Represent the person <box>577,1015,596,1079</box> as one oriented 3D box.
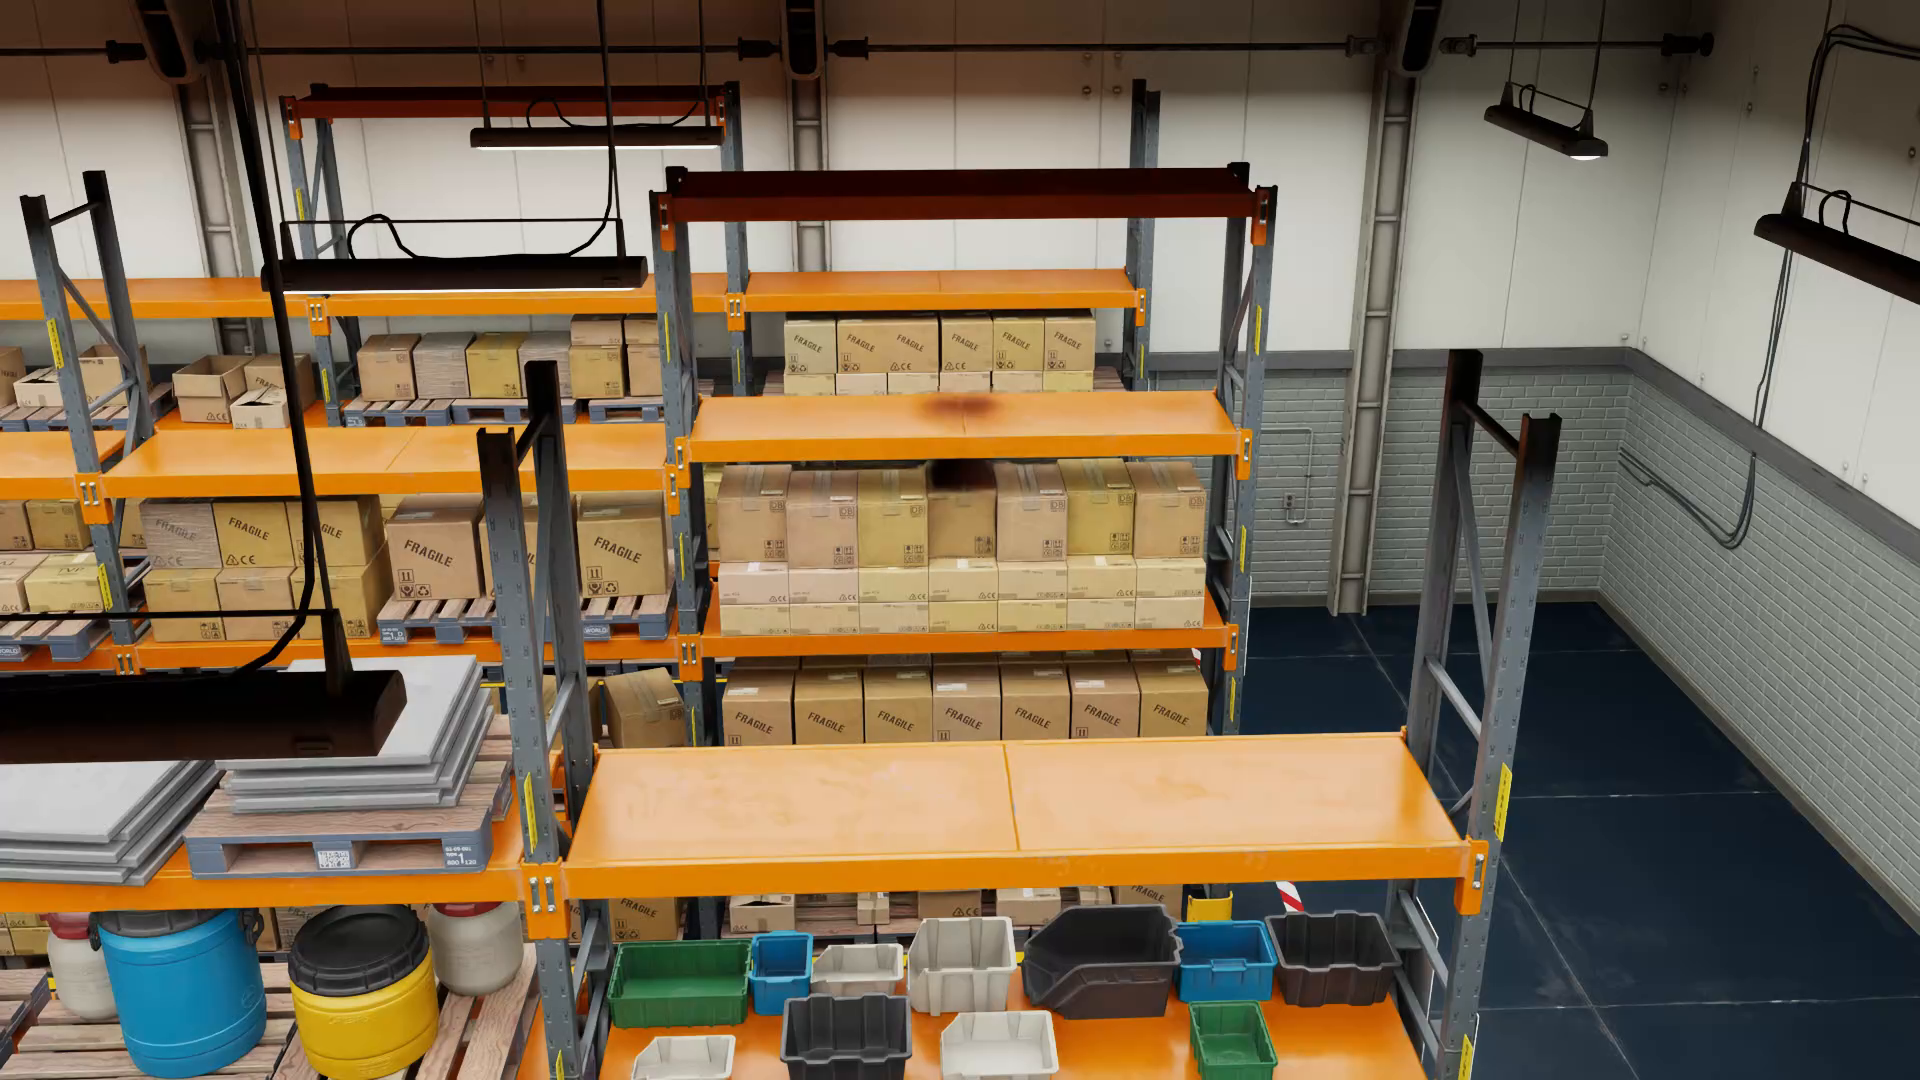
[{"bbox_3d":[-2.258,3.520,10.315,0.528,1.640,0.359,-6,23,-14],"label":"person"}]
